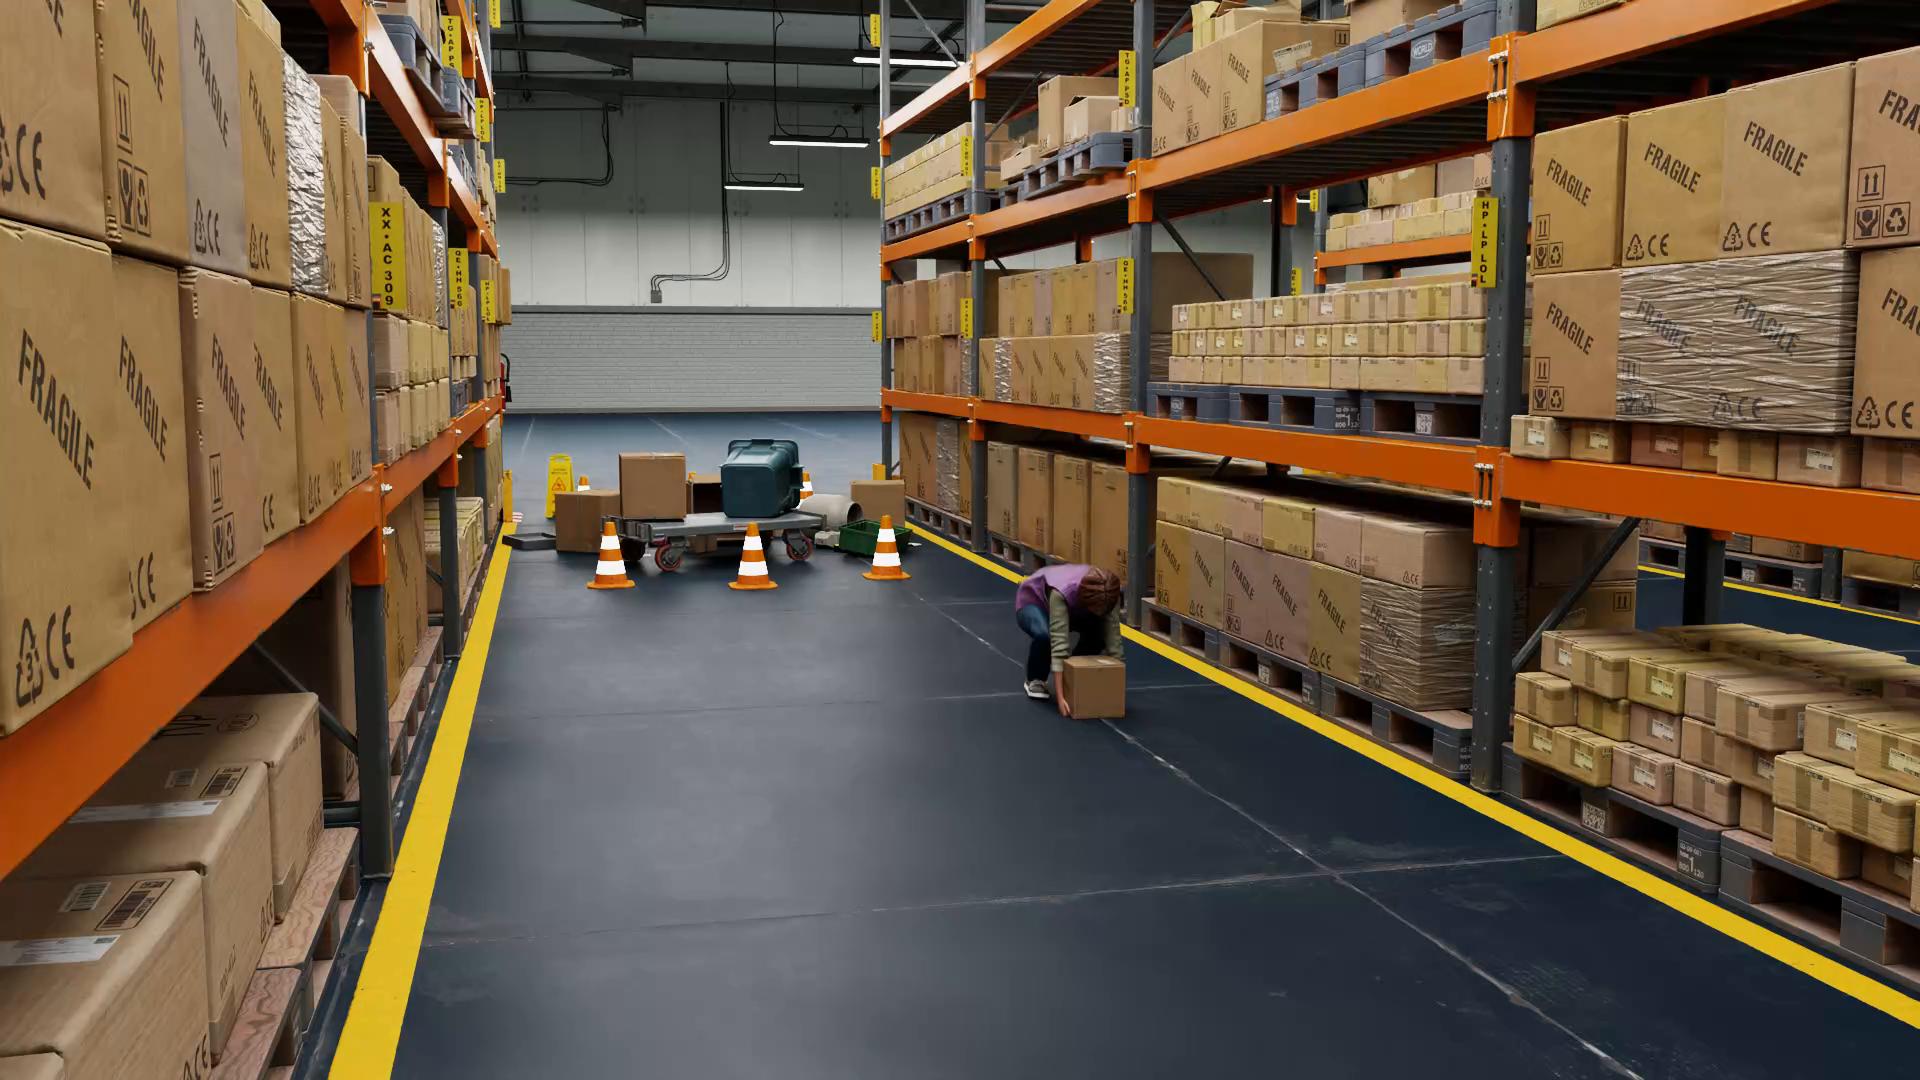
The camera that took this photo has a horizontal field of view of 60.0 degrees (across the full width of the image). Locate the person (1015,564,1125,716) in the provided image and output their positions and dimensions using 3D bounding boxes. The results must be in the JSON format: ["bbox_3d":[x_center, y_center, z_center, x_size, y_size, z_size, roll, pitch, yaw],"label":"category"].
[{"bbox_3d":[0.533,0.452,8.043,0.426,0.717,0.852,-2,7,-15],"label":"person"}]
